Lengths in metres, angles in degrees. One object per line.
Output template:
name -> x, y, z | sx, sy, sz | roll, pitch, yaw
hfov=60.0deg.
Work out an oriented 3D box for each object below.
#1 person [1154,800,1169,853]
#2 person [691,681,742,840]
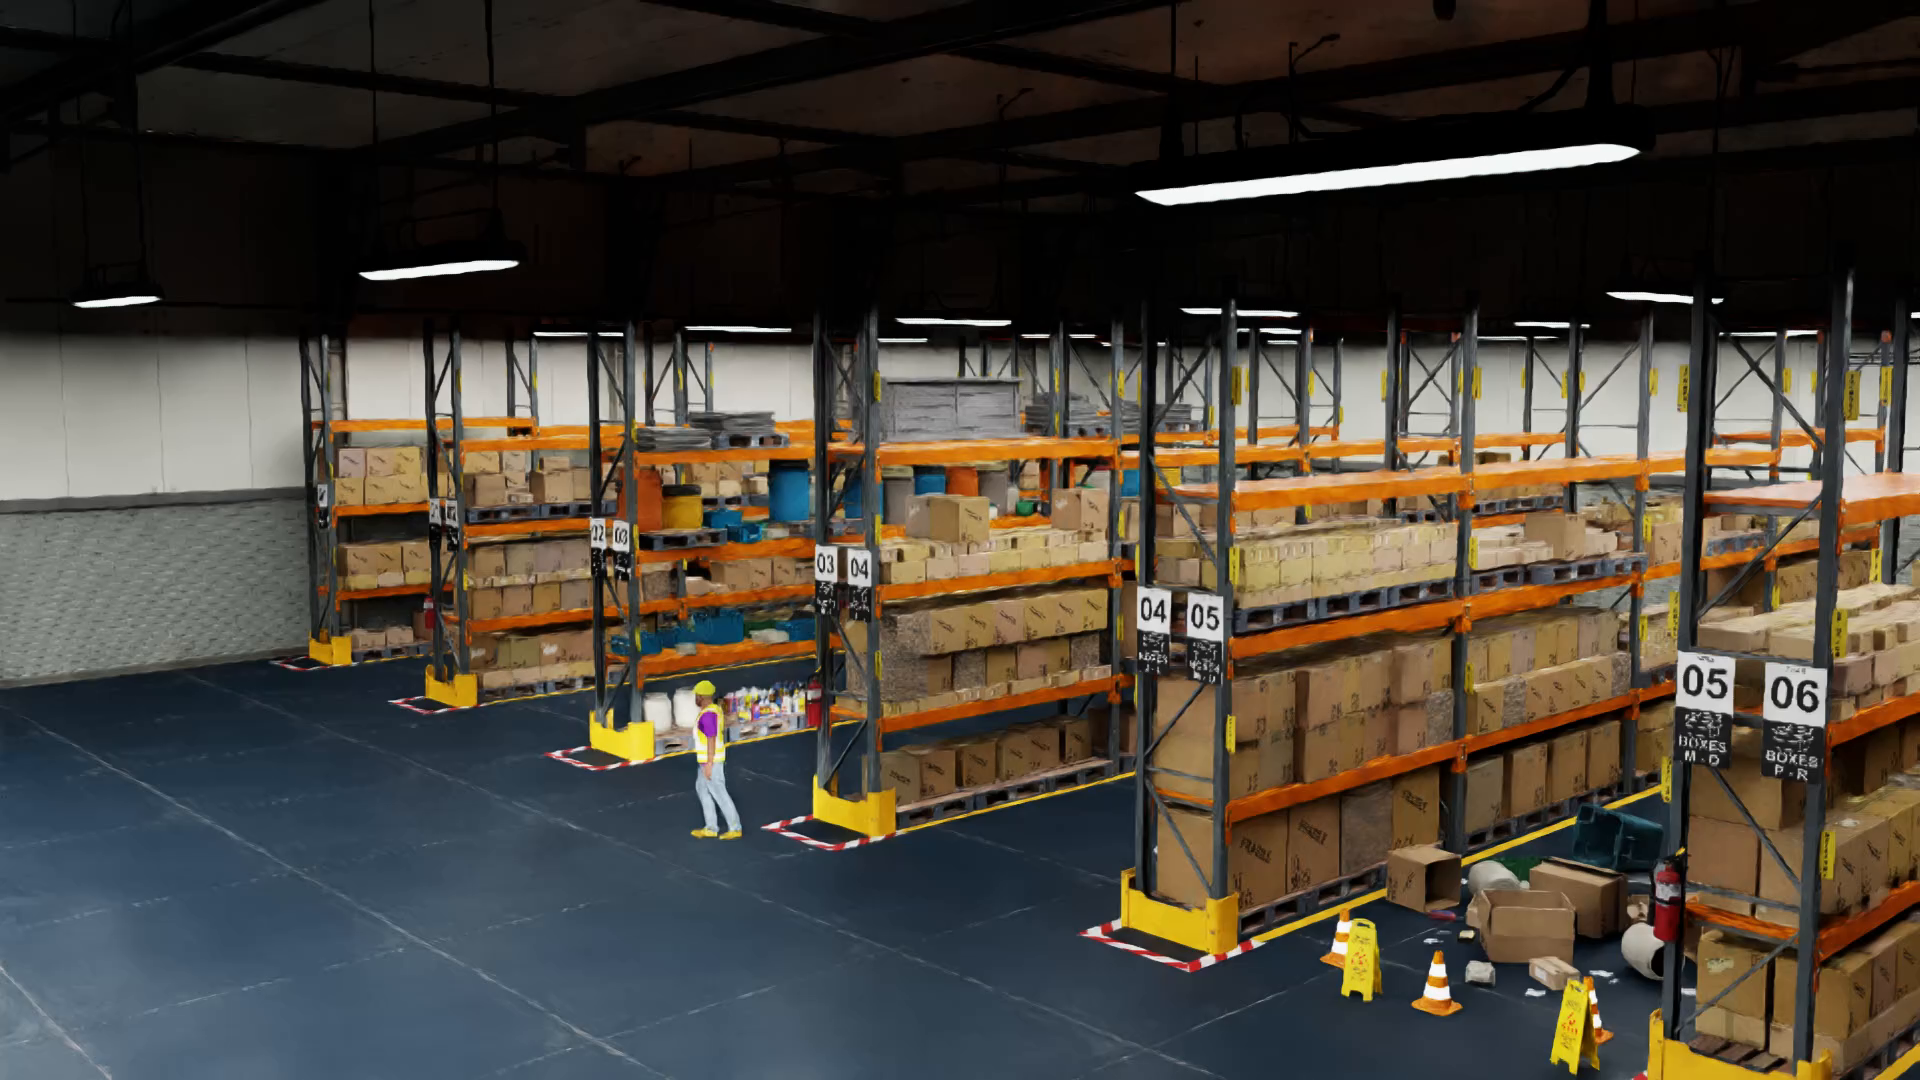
person -> 2.337, 2.514, 17.891 | 0.558, 1.668, 0.565 | -2, 6, -15
person -> -2.716, 2.437, 18.466 | 0.571, 1.753, 0.594 | -1, 6, -6
